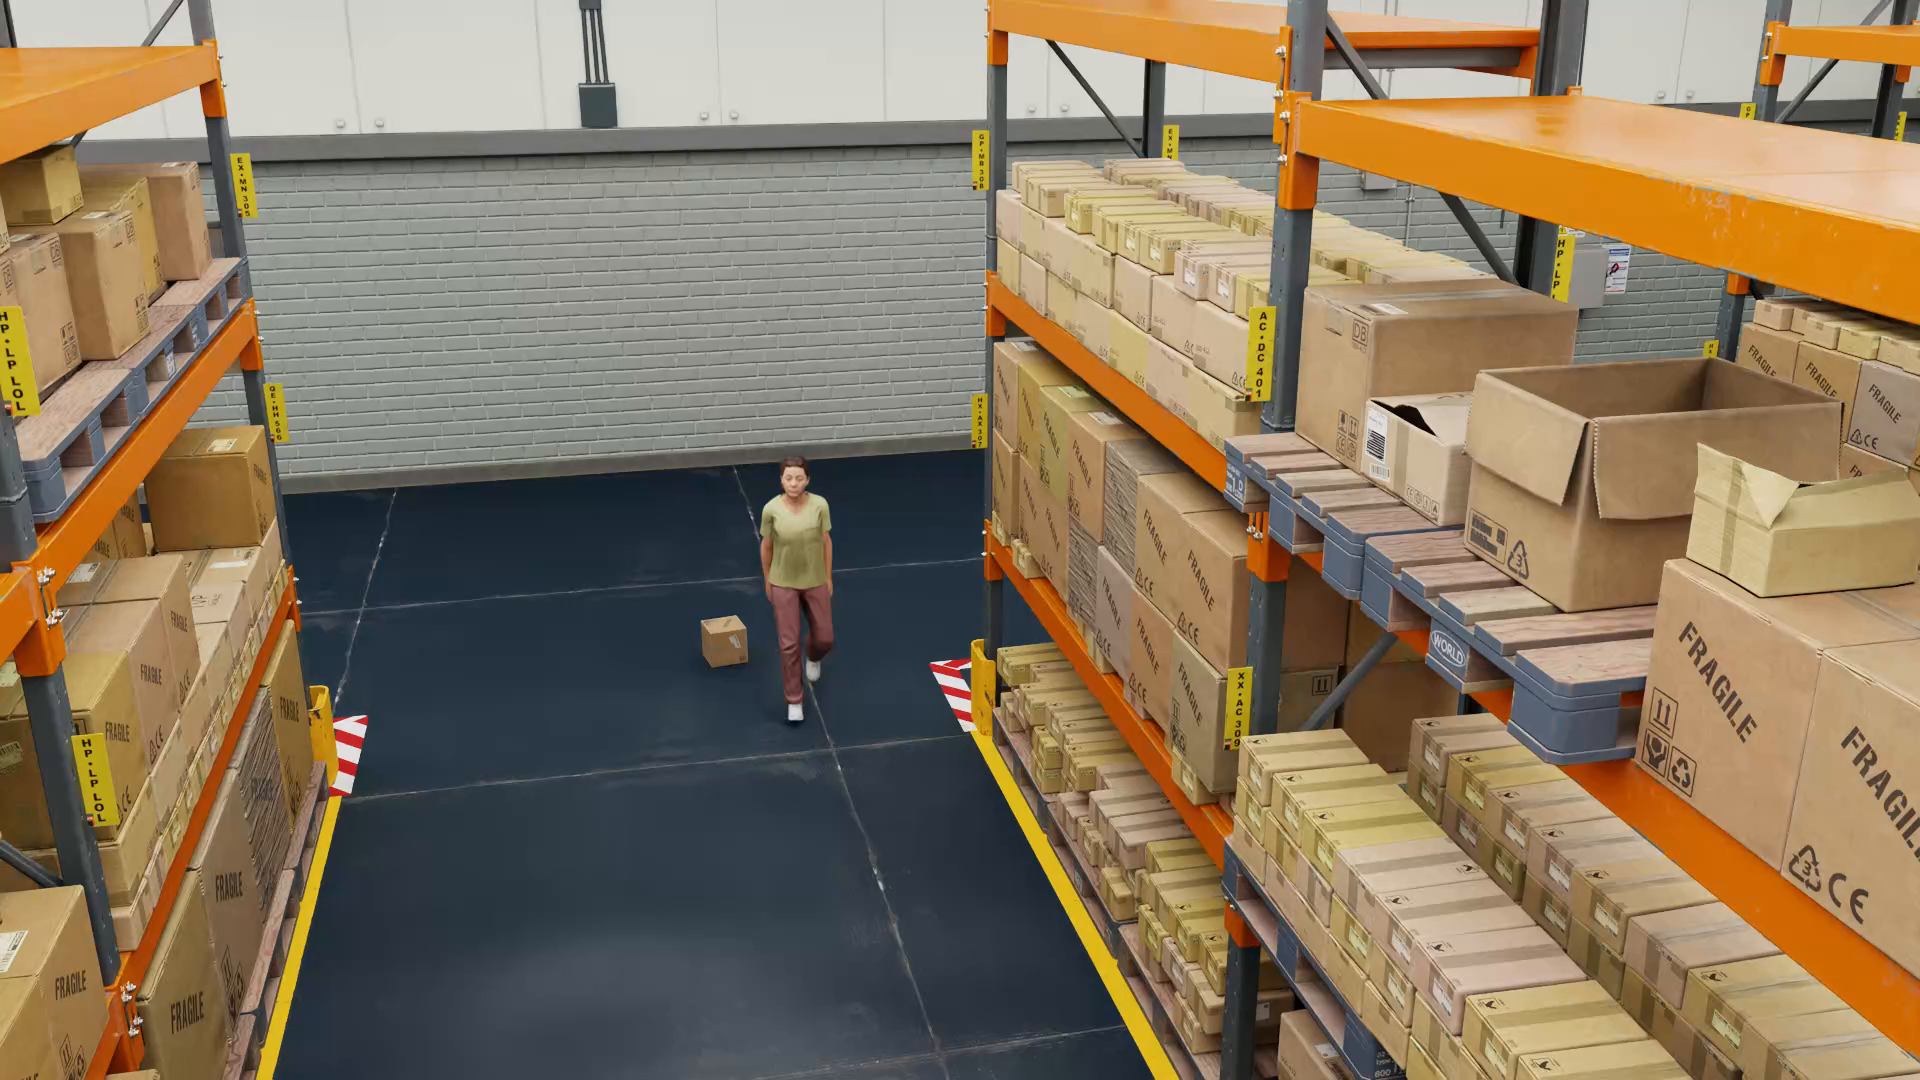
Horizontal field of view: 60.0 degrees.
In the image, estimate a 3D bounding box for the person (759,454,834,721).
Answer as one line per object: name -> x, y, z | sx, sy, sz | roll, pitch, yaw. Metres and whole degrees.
person -> -1.011, 0.253, 10.322 | 0.442, 1.653, 0.658 | -4, 20, -11
